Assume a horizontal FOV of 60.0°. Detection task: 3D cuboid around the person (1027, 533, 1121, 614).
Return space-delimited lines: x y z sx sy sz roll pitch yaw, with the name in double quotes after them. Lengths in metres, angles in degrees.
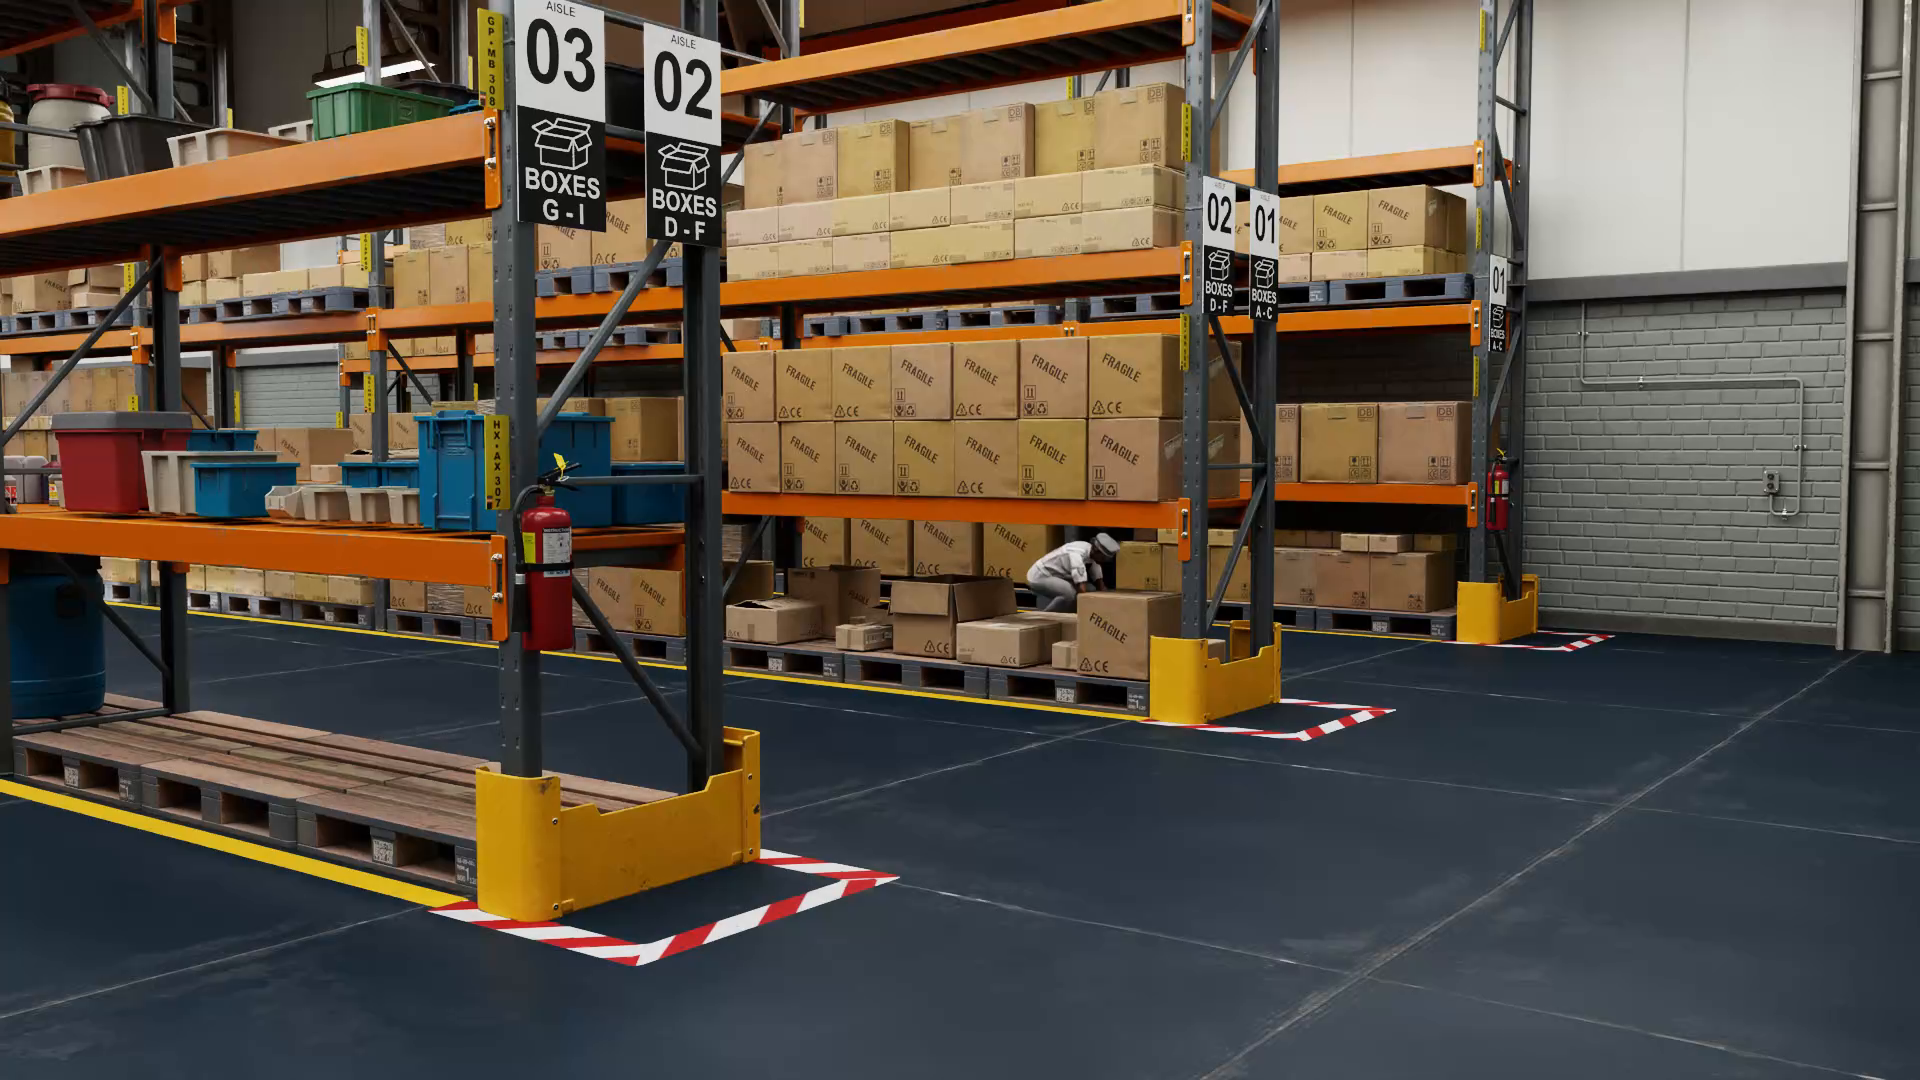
1.028 0.359 15.034 0.868 0.855 0.478 2 4 36 "person"
